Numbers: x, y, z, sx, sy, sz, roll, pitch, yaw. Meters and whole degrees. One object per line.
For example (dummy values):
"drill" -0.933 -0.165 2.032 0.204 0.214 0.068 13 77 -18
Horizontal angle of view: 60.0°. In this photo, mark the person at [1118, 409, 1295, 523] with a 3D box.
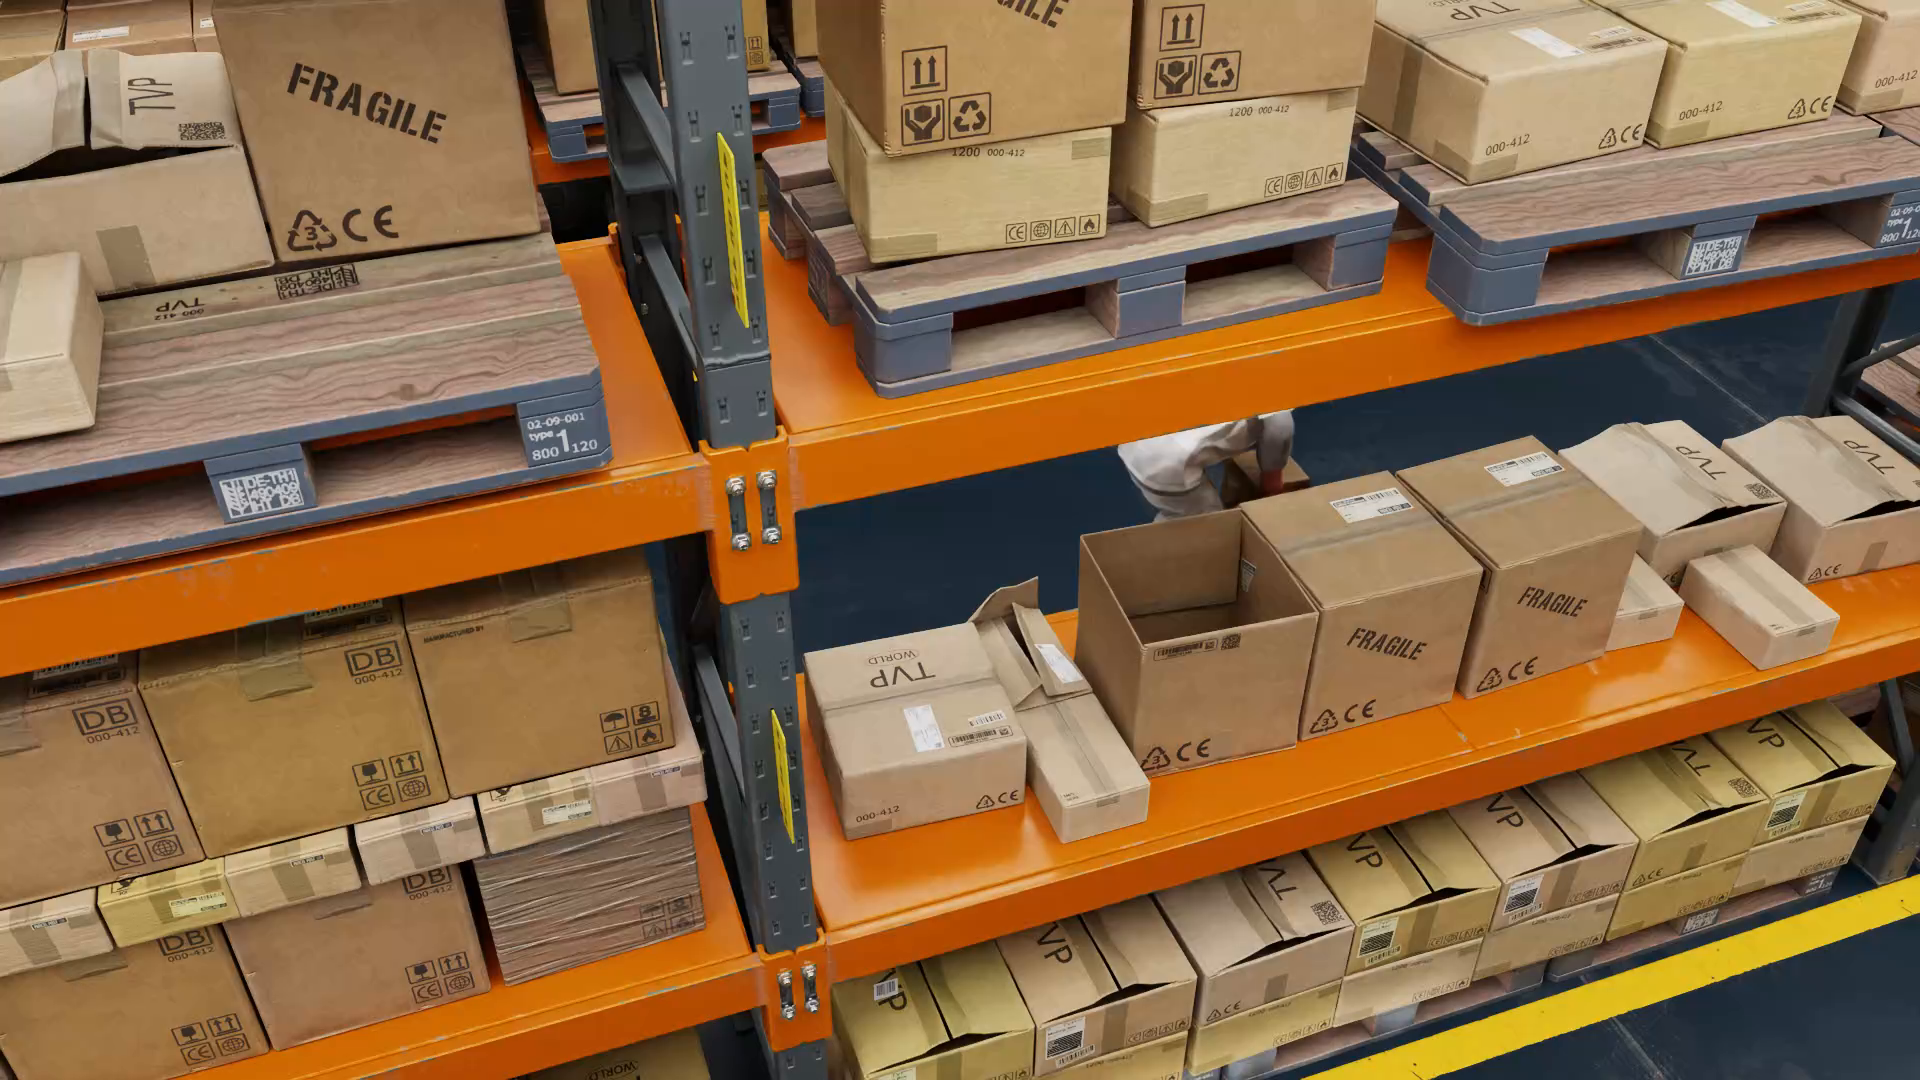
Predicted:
"person" 1.074 -0.217 6.770 0.899 1.354 0.492 -14 39 -17
